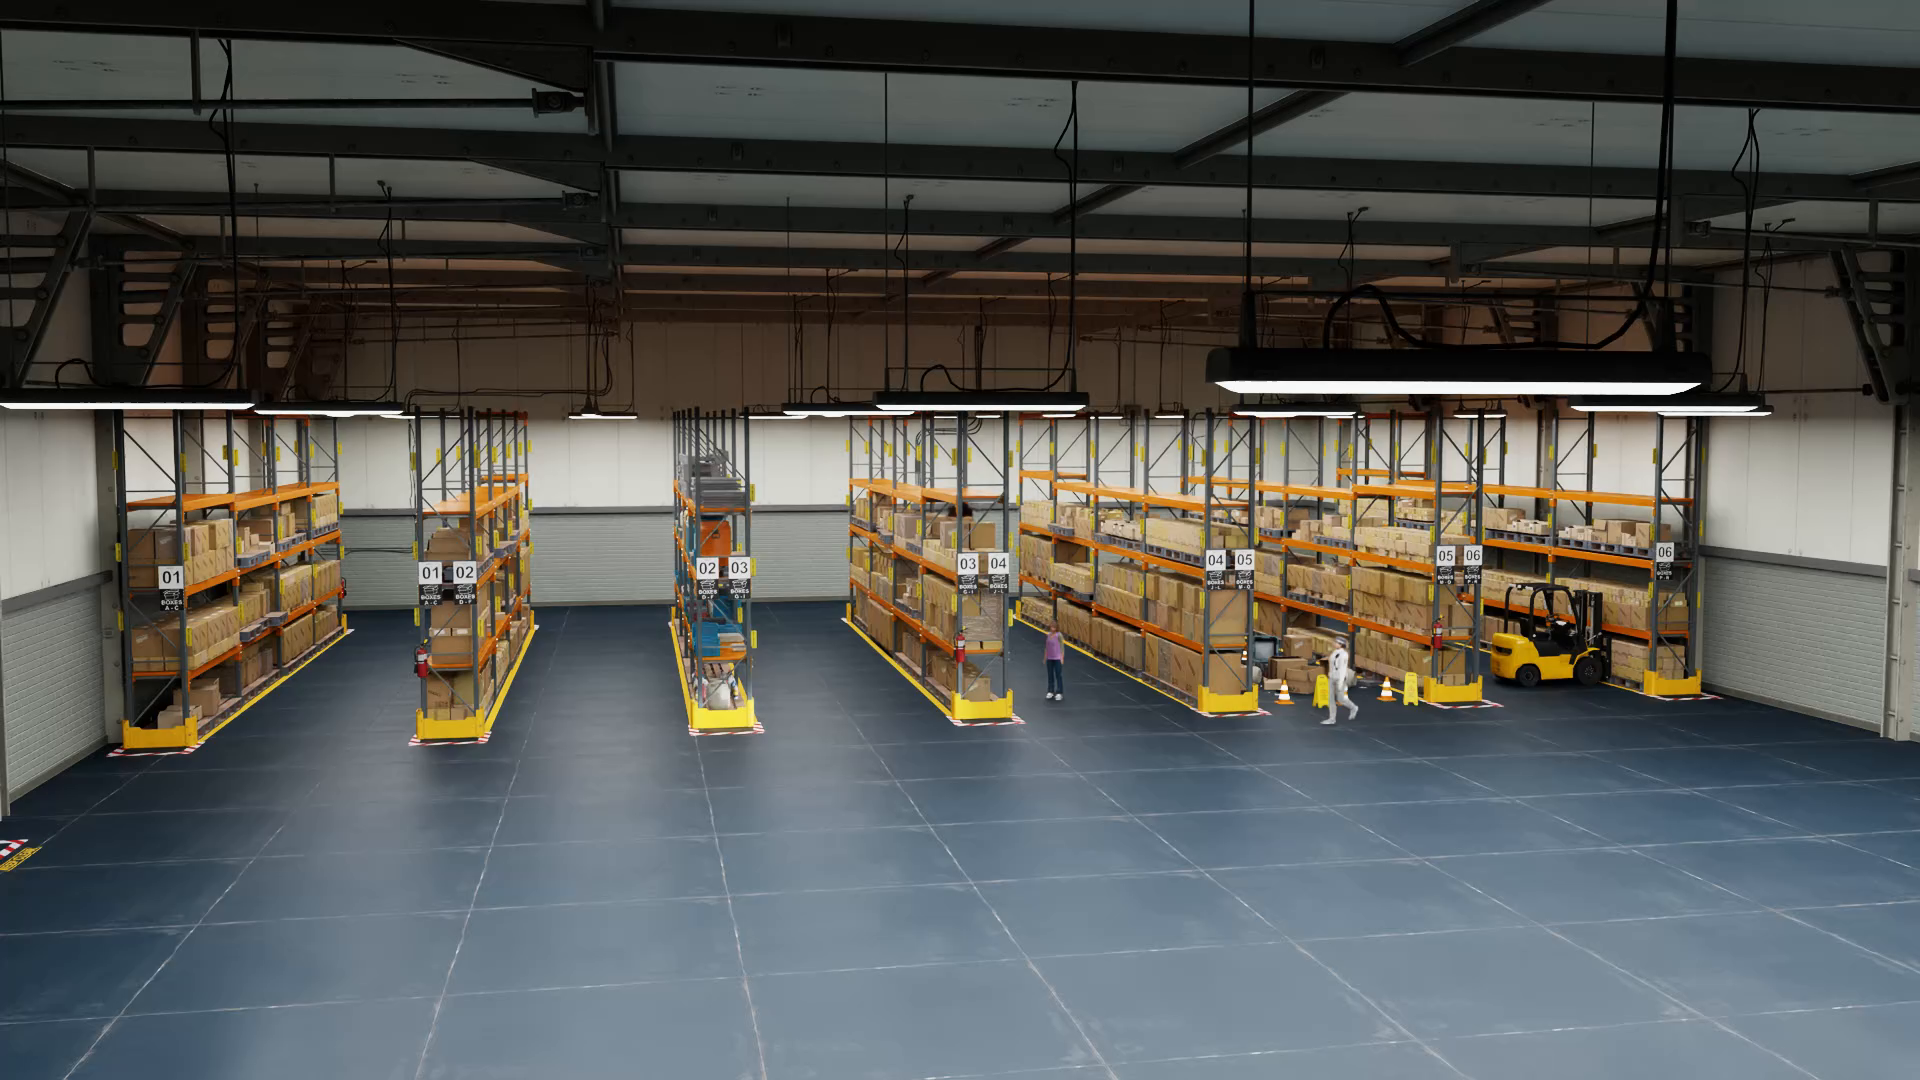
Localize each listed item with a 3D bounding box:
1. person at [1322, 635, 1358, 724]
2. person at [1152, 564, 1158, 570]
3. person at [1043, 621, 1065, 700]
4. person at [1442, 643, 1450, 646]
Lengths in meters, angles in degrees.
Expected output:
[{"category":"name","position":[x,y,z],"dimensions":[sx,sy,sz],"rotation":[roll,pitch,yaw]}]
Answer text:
[{"category":"person","position":[7.171,2.635,31.437],"dimensions":[0.643,1.685,0.463],"rotation":[-2,5,-30]},{"category":"person","position":[5.587,1.495,47.862],"dimensions":[0.358,1.740,0.505],"rotation":[-2,5,-26]},{"category":"person","position":[1.934,2.484,34.379],"dimensions":[0.445,1.608,0.357],"rotation":[4,5,41]},{"category":"person","position":[11.091,2.094,38.482],"dimensions":[0.662,1.782,0.536],"rotation":[2,5,26]}]
